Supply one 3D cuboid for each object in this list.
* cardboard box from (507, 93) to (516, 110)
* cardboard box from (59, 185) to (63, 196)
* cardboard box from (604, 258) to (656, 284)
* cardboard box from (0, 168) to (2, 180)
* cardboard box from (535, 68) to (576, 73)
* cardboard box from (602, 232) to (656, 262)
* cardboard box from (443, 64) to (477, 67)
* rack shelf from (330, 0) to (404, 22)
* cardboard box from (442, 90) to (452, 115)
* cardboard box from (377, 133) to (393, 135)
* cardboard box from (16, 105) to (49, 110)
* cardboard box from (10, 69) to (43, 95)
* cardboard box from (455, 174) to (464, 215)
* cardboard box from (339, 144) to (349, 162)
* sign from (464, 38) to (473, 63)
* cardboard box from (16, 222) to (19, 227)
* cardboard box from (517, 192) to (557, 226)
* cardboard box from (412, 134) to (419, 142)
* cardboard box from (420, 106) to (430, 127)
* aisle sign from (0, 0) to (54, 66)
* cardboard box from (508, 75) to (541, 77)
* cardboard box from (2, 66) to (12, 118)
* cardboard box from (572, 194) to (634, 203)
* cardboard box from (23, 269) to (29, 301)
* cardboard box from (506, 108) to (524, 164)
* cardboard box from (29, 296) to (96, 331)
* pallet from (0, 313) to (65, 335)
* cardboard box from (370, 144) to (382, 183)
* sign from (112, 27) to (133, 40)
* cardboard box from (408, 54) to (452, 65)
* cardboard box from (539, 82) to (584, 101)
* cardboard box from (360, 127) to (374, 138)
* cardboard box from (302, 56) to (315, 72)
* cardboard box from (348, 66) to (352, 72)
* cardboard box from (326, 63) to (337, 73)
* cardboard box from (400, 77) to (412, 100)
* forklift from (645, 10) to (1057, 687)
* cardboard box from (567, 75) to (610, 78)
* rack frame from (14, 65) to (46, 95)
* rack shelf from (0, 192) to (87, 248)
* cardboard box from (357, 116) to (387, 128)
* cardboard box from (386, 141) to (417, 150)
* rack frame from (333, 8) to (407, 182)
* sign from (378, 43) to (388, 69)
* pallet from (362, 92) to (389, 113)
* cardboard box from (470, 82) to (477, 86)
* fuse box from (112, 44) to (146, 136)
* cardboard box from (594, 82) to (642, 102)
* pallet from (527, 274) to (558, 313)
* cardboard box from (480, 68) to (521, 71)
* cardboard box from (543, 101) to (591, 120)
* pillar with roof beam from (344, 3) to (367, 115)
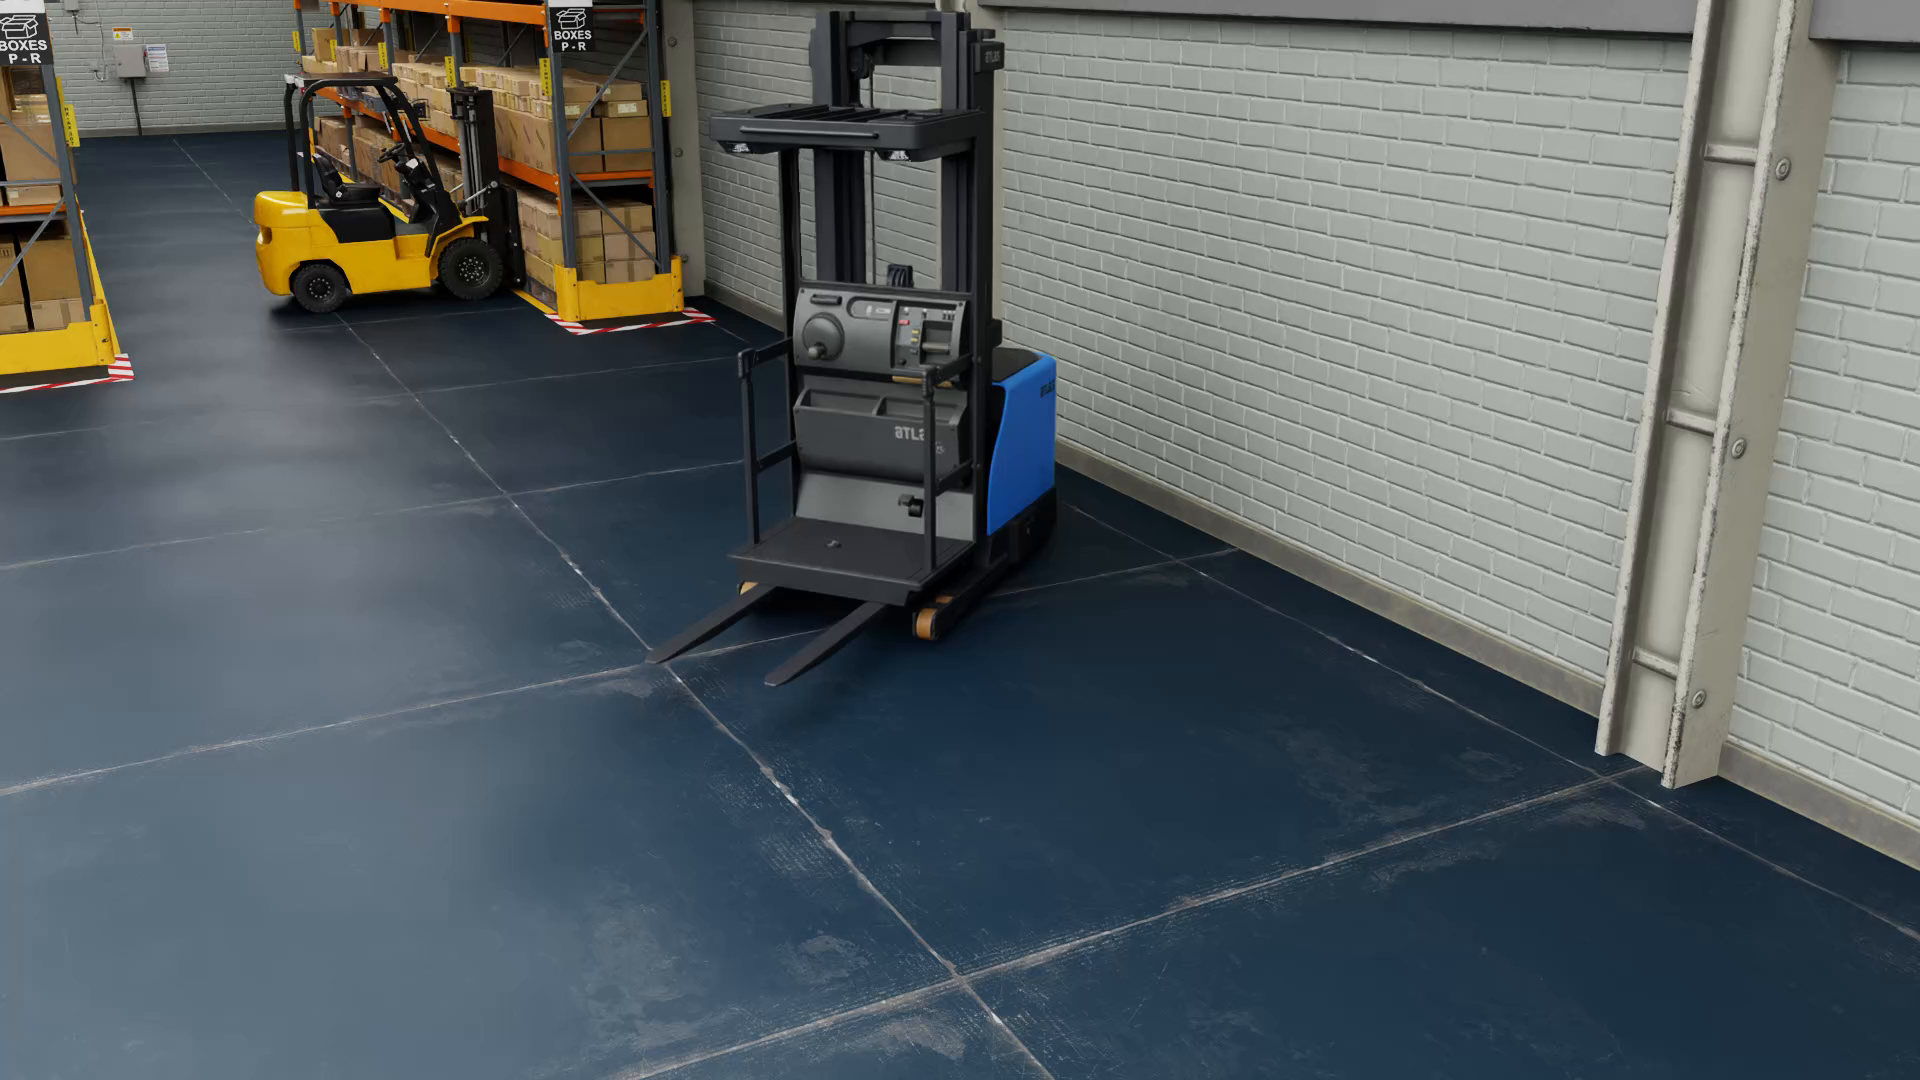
[{"bbox_3d":[-4.290,-4.371,16.553,0.380,0.149,0.250,-10,21,-26],"label":"cardboard box"},{"bbox_3d":[-7.781,-2.997,14.103,0.380,0.149,0.250,-11,22,-28],"label":"cardboard box"},{"bbox_3d":[-3.309,-2.667,16.333,0.500,0.250,0.500,-10,21,-26],"label":"cardboard box"},{"bbox_3d":[-8.349,-3.272,13.907,0.500,0.500,0.500,-10,21,-27],"label":"cardboard box"},{"bbox_3d":[-4.336,-4.980,17.862,0.380,0.149,0.250,-10,22,-28],"label":"cardboard box"},{"bbox_3d":[-3.289,-2.899,16.239,0.500,0.250,0.500,-10,21,-26],"label":"cardboard box"},{"bbox_3d":[-6.422,-6.044,21.400,0.380,0.149,0.250,-10,21,-27],"label":"cardboard box"},{"bbox_3d":[-7.997,-7.545,23.404,1.077,0.370,4.000,-10,21,-27],"label":"rack shelf"},{"bbox_3d":[-5.606,-5.012,19.021,0.500,0.250,0.500,-10,22,-28],"label":"cardboard box"},{"bbox_3d":[-8.181,-5.783,23.986,0.380,0.149,0.250,-10,21,-26],"label":"cardboard box"},{"bbox_3d":[-8.336,-3.633,14.951,0.500,0.500,0.500,-10,22,-28],"label":"cardboard box"},{"bbox_3d":[-9.484,-4.541,16.939,0.500,0.500,0.500,-9,21,-25],"label":"cardboard box"},{"bbox_3d":[-5.405,-3.969,19.532,0.875,0.625,0.625,-9,21,-24],"label":"cardboard box"},{"bbox_3d":[-9.639,-6.165,26.446,0.396,0.266,0.258,-9,21,-25],"label":"cardboard box"},{"bbox_3d":[-6.560,-6.528,22.175,0.100,0.325,0.005,-10,21,-27],"label":"sign"},{"bbox_3d":[-8.511,-2.808,15.593,0.500,0.500,0.500,-9,21,-24],"label":"cardboard box"},{"bbox_3d":[-4.237,-3.341,16.754,0.500,0.250,0.500,-10,21,-26],"label":"cardboard box"},{"bbox_3d":[-7.681,-5.778,23.971,0.380,0.149,0.250,-10,21,-26],"label":"cardboard box"},{"bbox_3d":[-6.321,-5.216,20.379,0.500,0.250,0.500,-9,21,-25],"label":"cardboard box"},{"bbox_3d":[-7.312,-4.086,12.889,0.394,0.787,0.004,-10,21,-27],"label":"aisle sign"},{"bbox_3d":[-4.337,-4.601,16.763,0.380,0.149,0.250,-10,21,-26],"label":"cardboard box"},{"bbox_3d":[-8.283,-3.747,13.749,0.700,0.500,0.500,-10,21,-26],"label":"cardboard box"},{"bbox_3d":[-3.550,-3.278,16.572,0.500,0.250,0.500,-10,21,-27],"label":"cardboard box"},{"bbox_3d":[-8.954,-2.359,15.442,0.500,0.250,0.500,-10,22,-27],"label":"cardboard box"},{"bbox_3d":[-4.195,-4.042,16.594,0.500,0.500,0.500,-10,22,-28],"label":"cardboard box"},{"bbox_3d":[-7.754,-2.000,14.401,0.500,0.250,0.500,-10,21,-27],"label":"cardboard box"},{"bbox_3d":[-8.005,-1.769,14.435,1.003,0.211,1.213,-10,21,-27],"label":"pallet"},{"bbox_3d":[-8.179,-5.440,23.986,0.500,0.500,0.500,-11,22,-29],"label":"cardboard box"},{"bbox_3d":[-16.140,-9.760,32.051,0.339,0.242,0.001,-10,21,-27],"label":"sign"},{"bbox_3d":[-7.154,-6.311,22.526,0.500,0.500,0.500,-9,21,-24],"label":"cardboard box"},{"bbox_3d":[-3.748,-4.228,15.681,0.380,0.149,0.250,-10,21,-27],"label":"cardboard box"},{"bbox_3d":[-8.811,-6.153,25.060,0.380,0.149,0.250,-11,22,-28],"label":"cardboard box"},{"bbox_3d":[-10.867,-8.088,28.245,0.500,0.250,0.500,-10,21,-26],"label":"cardboard box"},{"bbox_3d":[-8.624,-6.718,24.065,0.396,0.266,0.258,-9,21,-24],"label":"cardboard box"},{"bbox_3d":[-9.654,-7.361,26.140,0.500,0.250,0.500,-10,21,-26],"label":"cardboard box"},{"bbox_3d":[-6.815,-5.750,21.159,0.500,0.250,0.500,-9,21,-25],"label":"cardboard box"},{"bbox_3d":[-0.493,-1.045,8.165,1.130,2.935,3.031,8,21,22],"label":"forklift"},{"bbox_3d":[-3.741,-4.611,16.791,0.380,0.149,0.250,-11,22,-28],"label":"cardboard box"},{"bbox_3d":[-9.514,-3.975,16.553,1.000,3.000,0.127,-10,21,-27],"label":"rack frame"},{"bbox_3d":[-8.564,-3.061,15.007,1.077,0.370,4.000,-10,21,-27],"label":"rack shelf"},{"bbox_3d":[-8.845,-6.294,25.012,0.380,0.149,0.250,-11,22,-29],"label":"cardboard box"},{"bbox_3d":[-7.661,-5.393,22.856,0.380,0.149,0.250,-11,22,-29],"label":"cardboard box"},{"bbox_3d":[-8.946,-7.042,25.440,1.000,3.000,0.127,-10,21,-27],"label":"rack frame"},{"bbox_3d":[-7.520,-6.317,21.685,0.100,0.325,0.005,-10,21,-27],"label":"sign"},{"bbox_3d":[-7.431,-5.986,22.676,1.213,0.211,1.003,-10,21,-27],"label":"pallet"},{"bbox_3d":[-5.103,-4.893,18.064,0.380,0.149,0.250,-9,21,-25],"label":"cardboard box"},{"bbox_3d":[-15.993,-8.710,32.248,0.539,1.711,0.414,-10,21,-27],"label":"fuse box"},{"bbox_3d":[-3.220,-4.221,15.661,0.380,0.149,0.250,-10,22,-28],"label":"cardboard box"},{"bbox_3d":[-3.648,-2.492,16.529,1.003,0.211,1.213,-10,21,-27],"label":"pallet"},{"bbox_3d":[-4.925,-4.969,17.830,0.380,0.149,0.250,-10,22,-28],"label":"cardboard box"},{"bbox_3d":[-3.659,-4.007,15.497,0.380,0.149,0.250,-10,21,-26],"label":"cardboard box"},{"bbox_3d":[-15.122,-11.273,28.504,9.100,9.000,0.400,-10,21,-27],"label":"pillar with roof beam"}]
